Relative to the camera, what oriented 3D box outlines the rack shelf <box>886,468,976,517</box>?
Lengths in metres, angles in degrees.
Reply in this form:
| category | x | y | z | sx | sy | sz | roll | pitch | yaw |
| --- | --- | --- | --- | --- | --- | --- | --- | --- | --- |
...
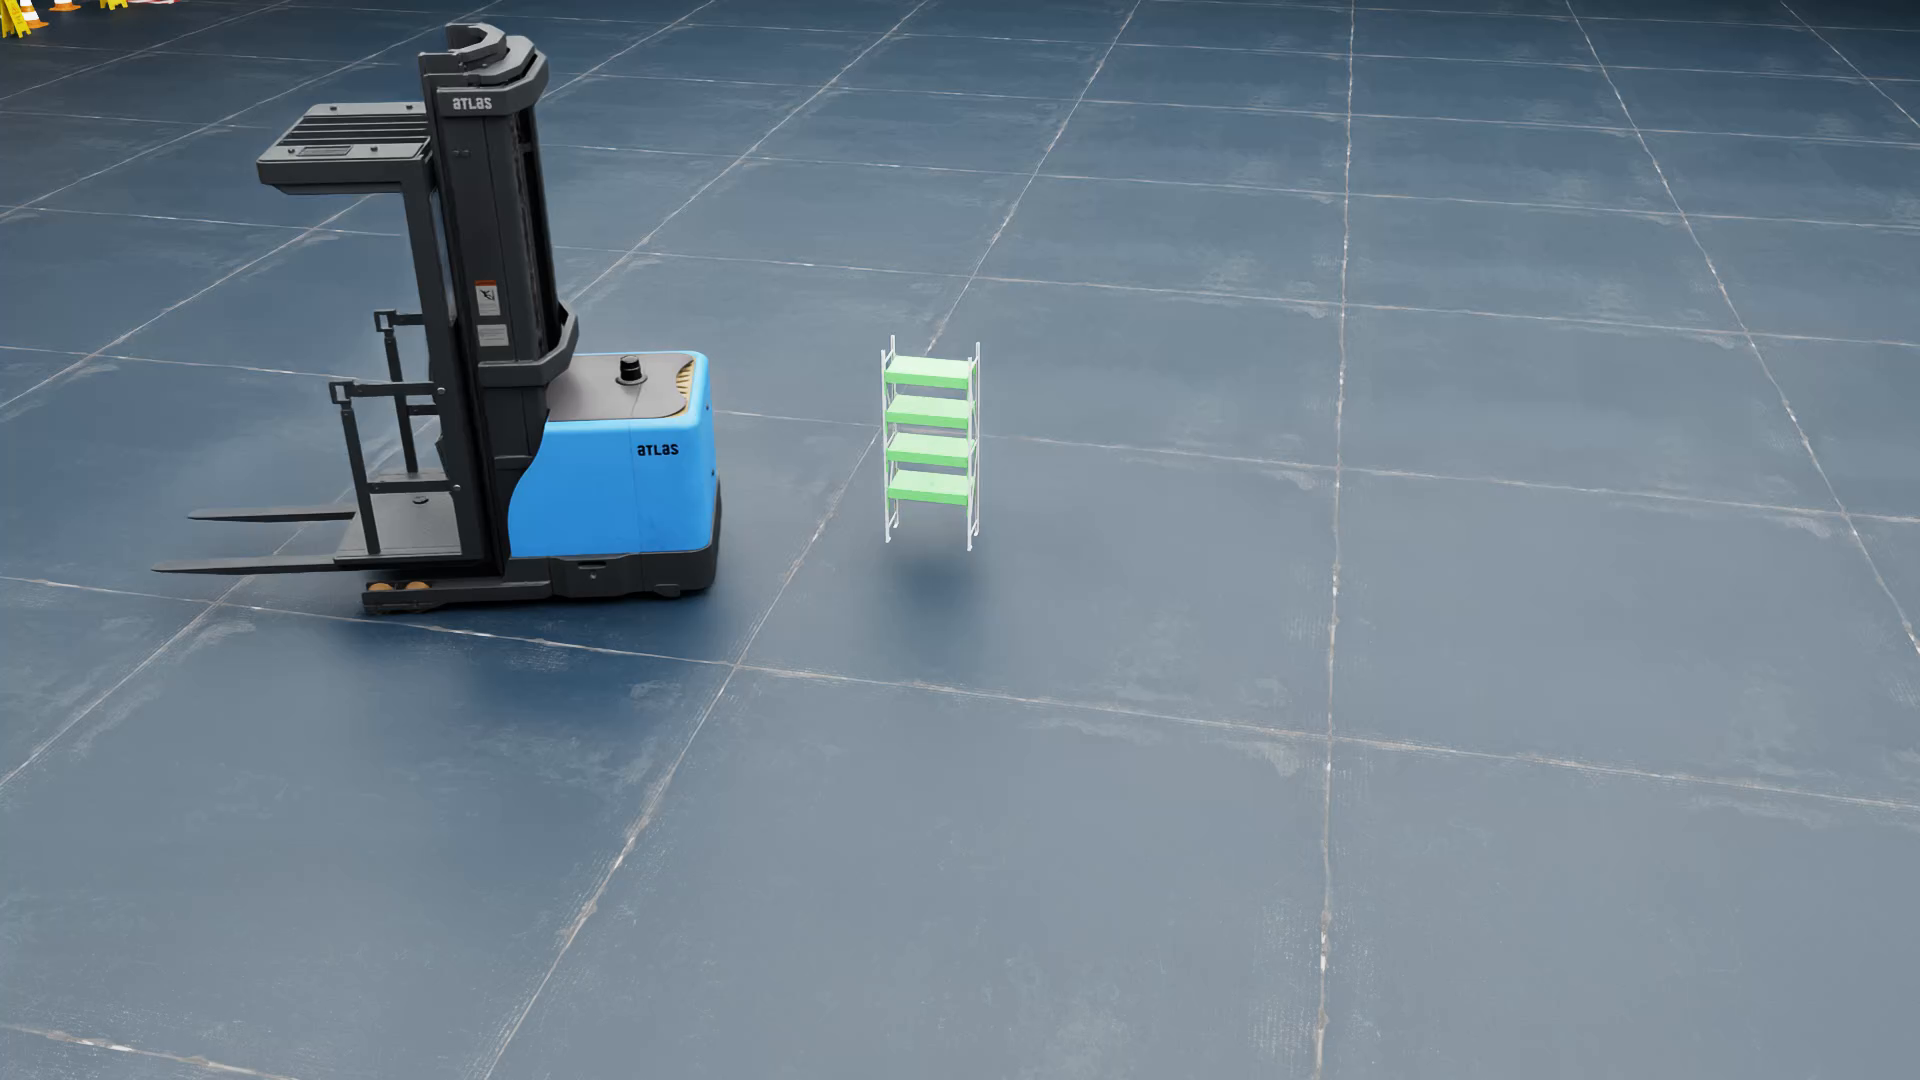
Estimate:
| category | x | y | z | sx | sy | sz | roll | pitch | yaw |
| --- | --- | --- | --- | --- | --- | --- | --- | --- | --- |
| rack shelf | -0.162 | -0.276 | 9.638 | 0.480 | 0.148 | 0.258 | 6 | 29 | 11 |

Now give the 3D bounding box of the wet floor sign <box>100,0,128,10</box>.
| category | x | y | z | sx | sy | sz | roll | pitch | yaw |
| --- | --- | --- | --- | --- | --- | --- | --- | --- | --- |
| wet floor sign | -11.946 | -7.805 | 23.335 | 0.232 | 0.644 | 0.267 | 17 | 33 | 28 |

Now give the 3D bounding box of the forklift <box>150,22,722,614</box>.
| category | x | y | z | sx | sy | sz | roll | pitch | yaw |
| --- | --- | --- | --- | --- | --- | --- | --- | --- | --- |
| forklift | -2.900 | -1.147 | 8.793 | 3.031 | 2.935 | 1.130 | -2 | 29 | -4 |

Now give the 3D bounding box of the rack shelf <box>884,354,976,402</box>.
| category | x | y | z | sx | sy | sz | roll | pitch | yaw |
| --- | --- | --- | --- | --- | --- | --- | --- | --- | --- |
| rack shelf | -0.162 | -0.908 | 9.292 | 0.480 | 0.148 | 0.258 | 6 | 29 | 11 |

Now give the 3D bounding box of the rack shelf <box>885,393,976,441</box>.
| category | x | y | z | sx | sy | sz | roll | pitch | yaw |
| --- | --- | --- | --- | --- | --- | --- | --- | --- | --- |
| rack shelf | -0.162 | -0.697 | 9.408 | 0.480 | 0.148 | 0.258 | 6 | 29 | 11 |

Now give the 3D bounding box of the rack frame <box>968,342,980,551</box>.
| category | x | y | z | sx | sy | sz | roll | pitch | yaw |
| --- | --- | --- | --- | --- | --- | --- | --- | --- | --- |
| rack frame | 0.077 | -0.518 | 9.448 | 0.015 | 1.200 | 0.240 | 6 | 29 | 11 |

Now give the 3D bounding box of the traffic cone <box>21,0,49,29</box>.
| category | x | y | z | sx | sy | sz | roll | pitch | yaw |
| --- | --- | --- | --- | --- | --- | --- | --- | --- | --- |
| traffic cone | -12.498 | -7.128 | 22.289 | 0.334 | 0.463 | 0.336 | 6 | 29 | 11 |

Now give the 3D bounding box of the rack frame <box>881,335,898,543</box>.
| category | x | y | z | sx | sy | sz | roll | pitch | yaw |
| --- | --- | --- | --- | --- | --- | --- | --- | --- | --- |
| rack frame | -0.401 | -0.567 | 9.537 | 0.015 | 1.200 | 0.240 | 6 | 29 | 11 |

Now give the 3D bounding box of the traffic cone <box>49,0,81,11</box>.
| category | x | y | z | sx | sy | sz | roll | pitch | yaw |
| --- | --- | --- | --- | --- | --- | --- | --- | --- | --- |
| traffic cone | -12.599 | -7.684 | 23.303 | 0.334 | 0.463 | 0.336 | 6 | 29 | 11 |

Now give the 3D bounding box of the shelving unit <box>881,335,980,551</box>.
| category | x | y | z | sx | sy | sz | roll | pitch | yaw |
| --- | --- | --- | --- | --- | --- | --- | --- | --- | --- |
| shelving unit | -0.162 | -0.543 | 9.492 | 0.503 | 1.200 | 0.258 | 6 | 29 | 11 |

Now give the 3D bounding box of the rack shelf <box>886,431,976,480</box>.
| category | x | y | z | sx | sy | sz | roll | pitch | yaw |
| --- | --- | --- | --- | --- | --- | --- | --- | --- | --- |
| rack shelf | -0.162 | -0.487 | 9.523 | 0.480 | 0.148 | 0.258 | 6 | 29 | 11 |

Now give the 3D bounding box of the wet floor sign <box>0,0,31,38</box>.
| category | x | y | z | sx | sy | sz | roll | pitch | yaw |
| --- | --- | --- | --- | --- | --- | --- | --- | --- | --- |
| wet floor sign | -12.402 | -6.919 | 21.716 | 0.232 | 0.644 | 0.267 | 1 | 29 | 2 |
